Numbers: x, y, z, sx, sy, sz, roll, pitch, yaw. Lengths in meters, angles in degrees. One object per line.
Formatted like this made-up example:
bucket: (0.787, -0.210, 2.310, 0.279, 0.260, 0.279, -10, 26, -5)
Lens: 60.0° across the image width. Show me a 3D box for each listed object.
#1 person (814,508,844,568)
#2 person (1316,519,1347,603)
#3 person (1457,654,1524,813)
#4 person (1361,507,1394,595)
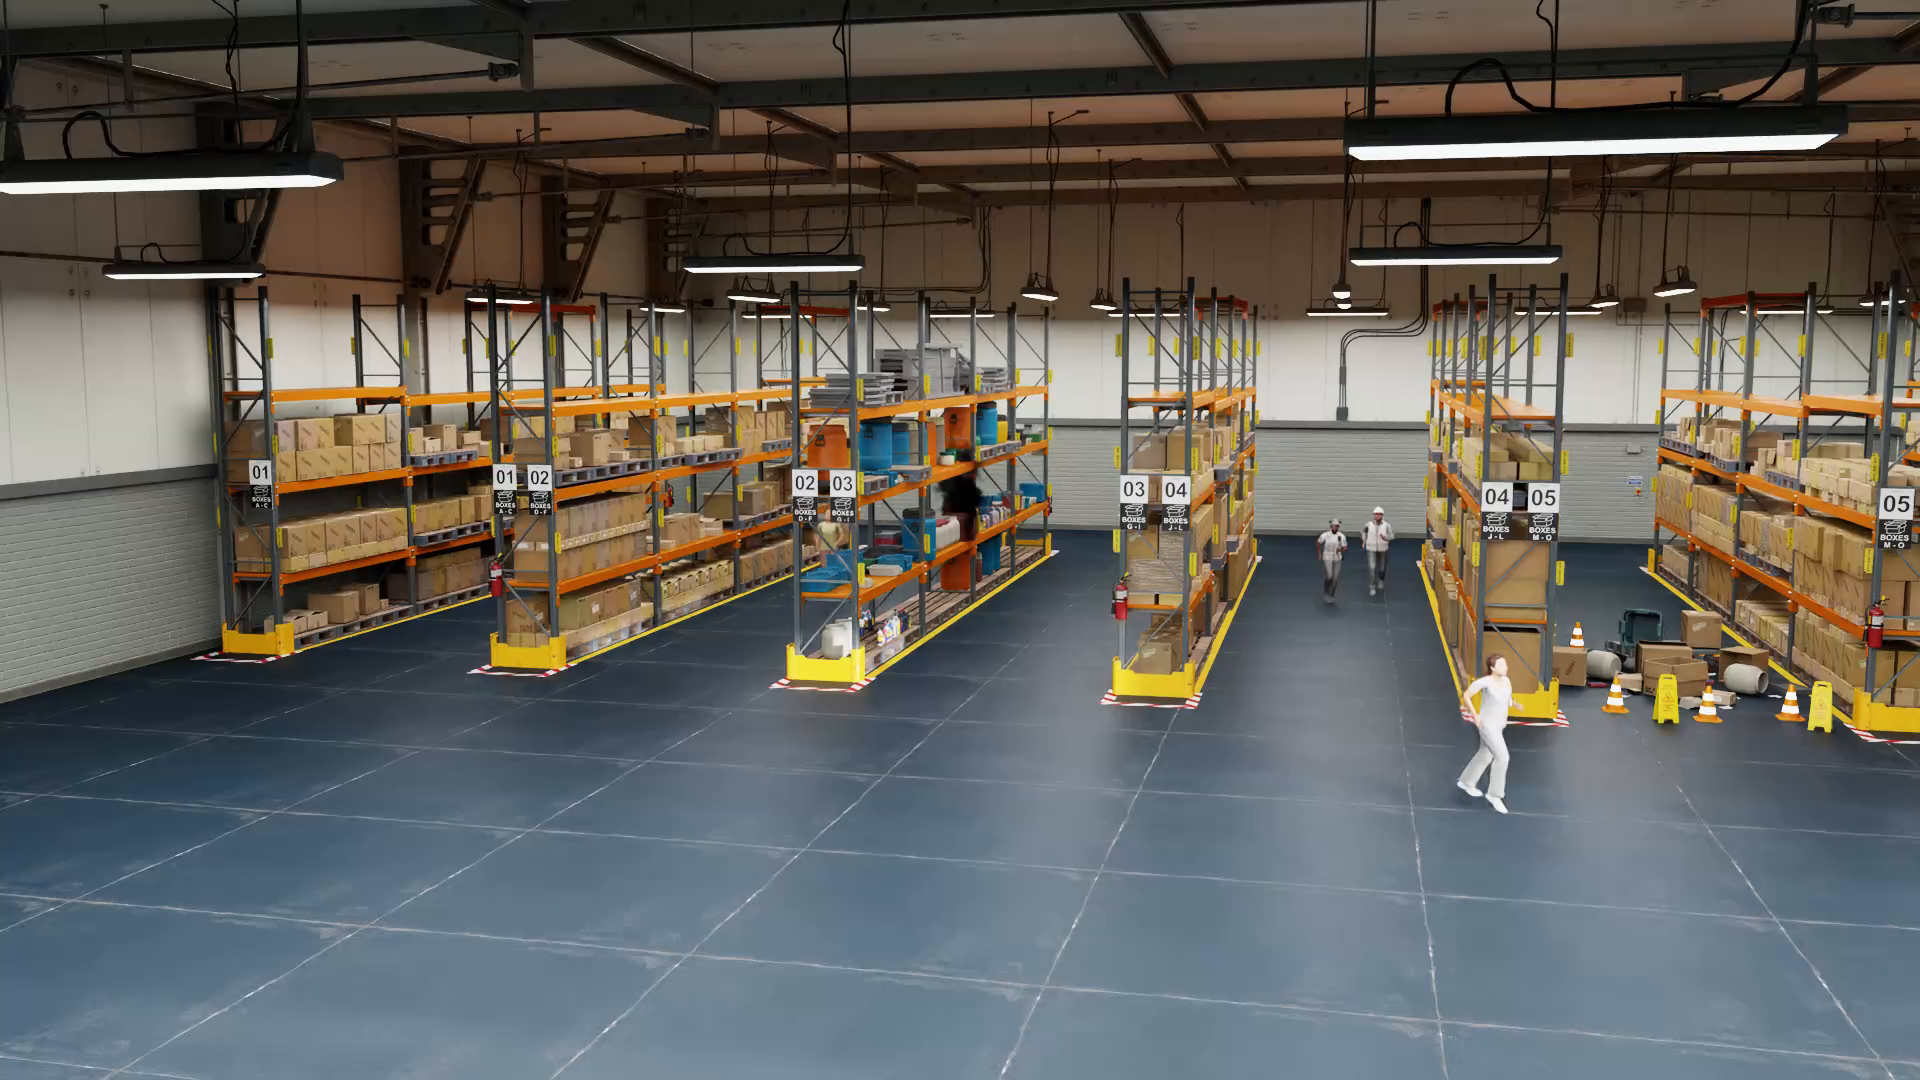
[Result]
person: (-2.541, 0.209, 32.291, 0.581, 1.617, 0.565, 0, 7, -2)
person: (7.324, 0.411, 32.681, 0.561, 1.680, 0.622, 0, 7, 1)
person: (5.827, 2.081, 18.269, 0.561, 1.718, 0.744, -5, 8, -38)
person: (8.511, 0.206, 33.924, 0.657, 1.754, 0.971, 2, 7, 14)
